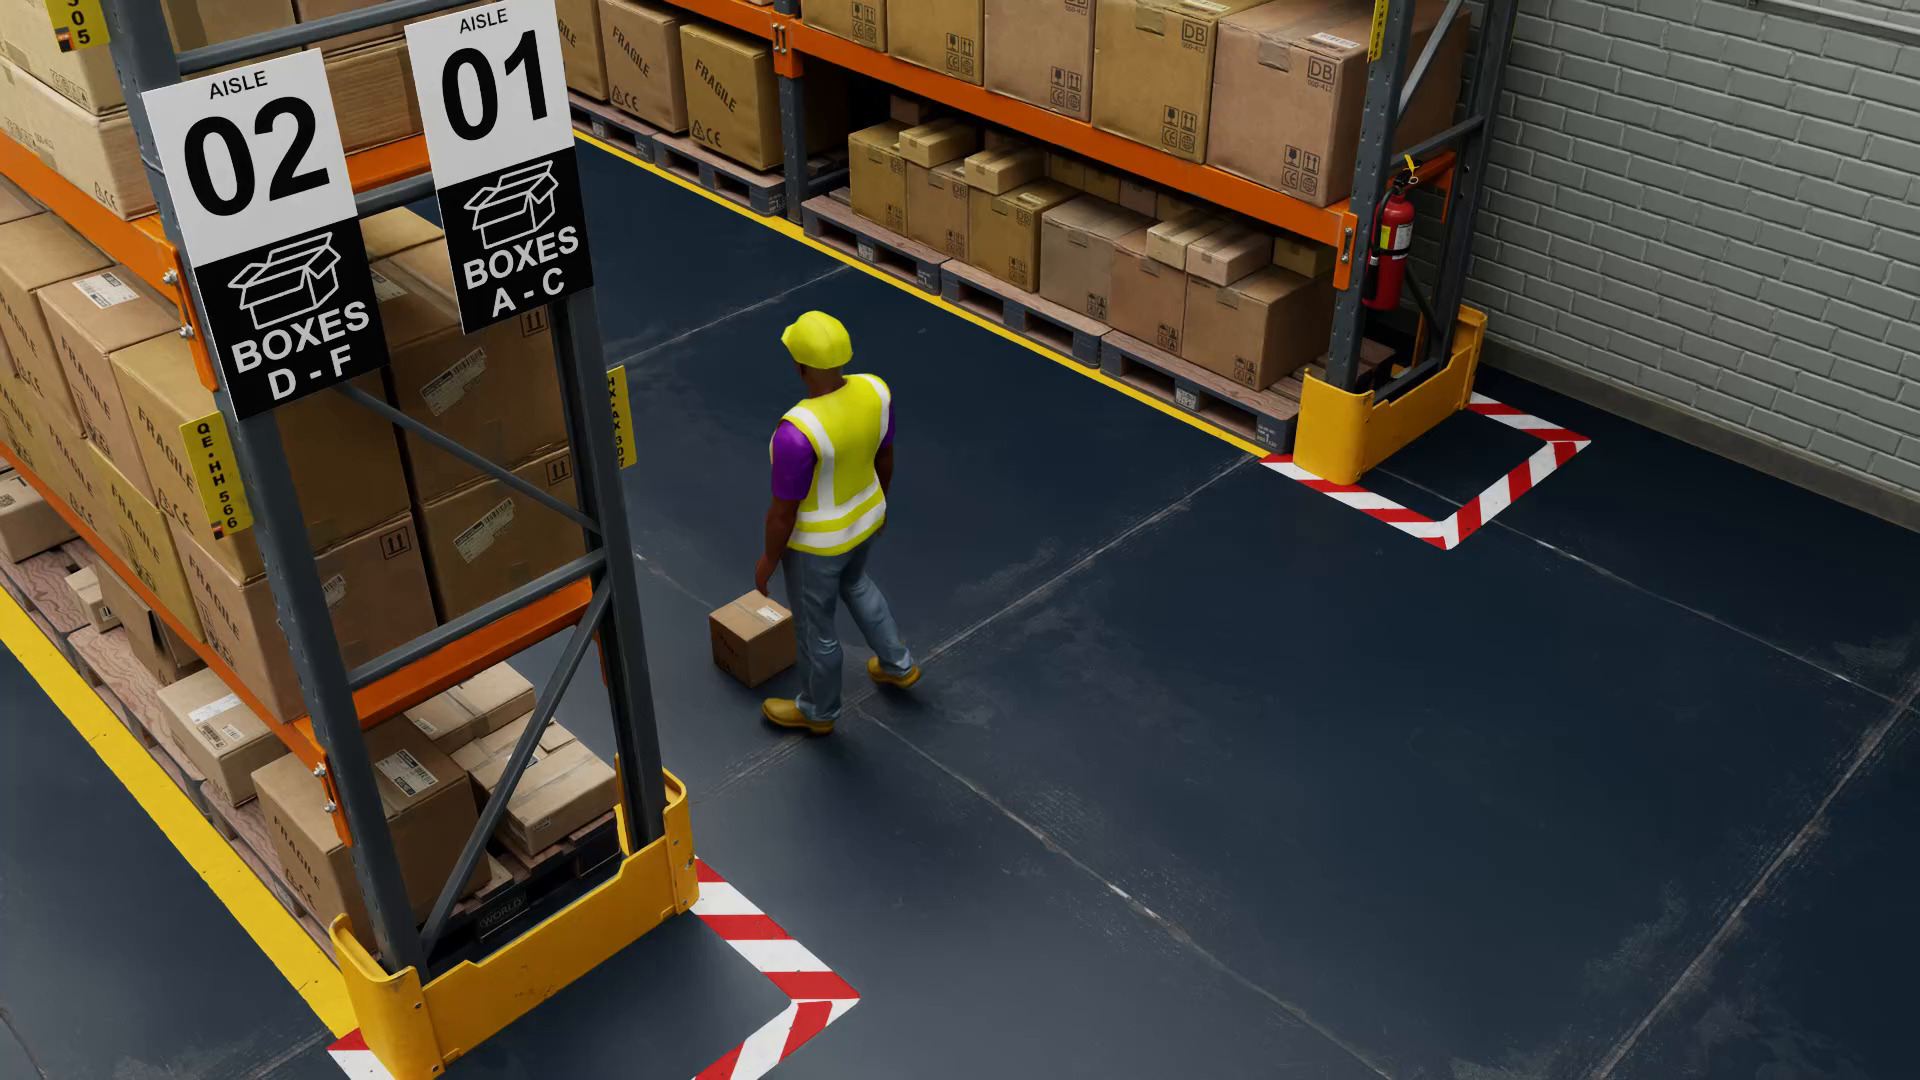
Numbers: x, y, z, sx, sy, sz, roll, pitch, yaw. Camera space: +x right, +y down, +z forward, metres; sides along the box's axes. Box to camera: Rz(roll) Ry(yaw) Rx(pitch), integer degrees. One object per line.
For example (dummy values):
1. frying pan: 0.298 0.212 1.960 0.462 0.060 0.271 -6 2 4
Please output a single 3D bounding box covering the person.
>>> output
1. person: -0.485 -0.044 6.153 0.476 1.773 0.642 22 41 28
